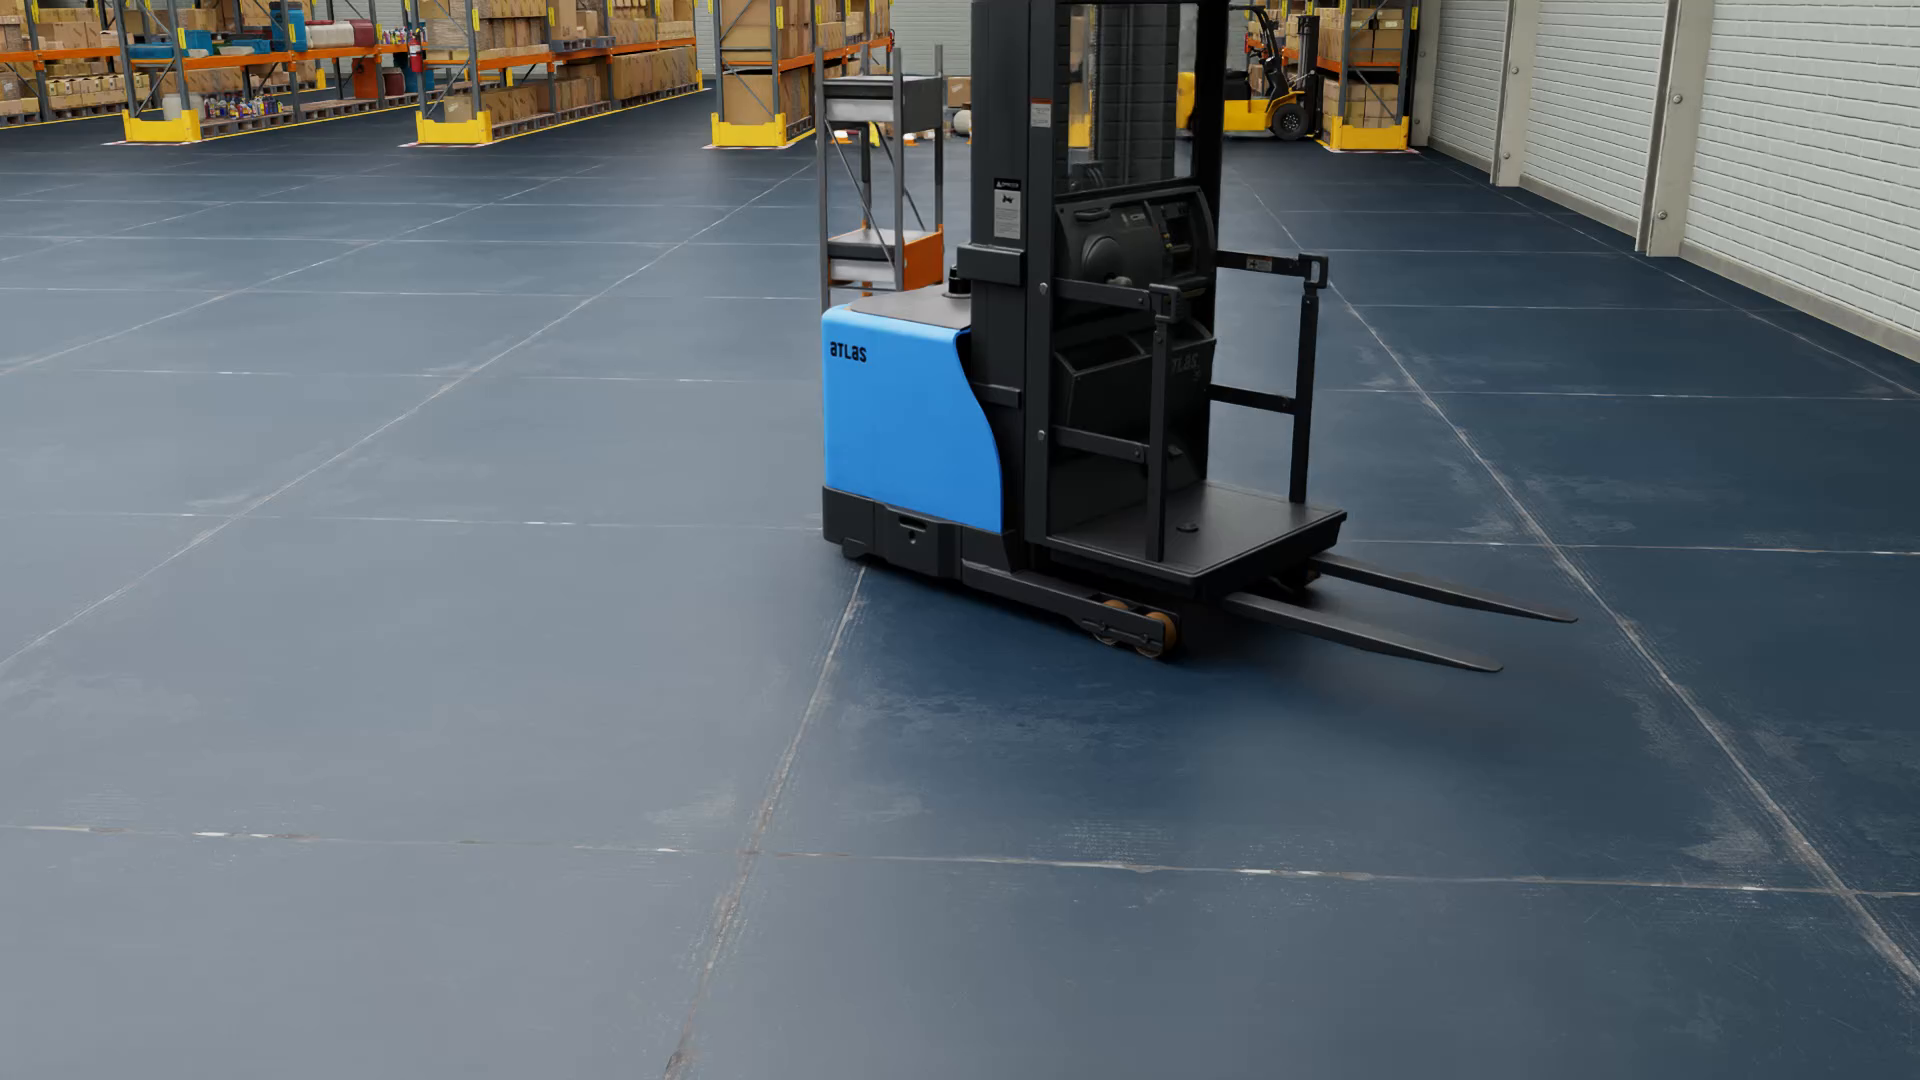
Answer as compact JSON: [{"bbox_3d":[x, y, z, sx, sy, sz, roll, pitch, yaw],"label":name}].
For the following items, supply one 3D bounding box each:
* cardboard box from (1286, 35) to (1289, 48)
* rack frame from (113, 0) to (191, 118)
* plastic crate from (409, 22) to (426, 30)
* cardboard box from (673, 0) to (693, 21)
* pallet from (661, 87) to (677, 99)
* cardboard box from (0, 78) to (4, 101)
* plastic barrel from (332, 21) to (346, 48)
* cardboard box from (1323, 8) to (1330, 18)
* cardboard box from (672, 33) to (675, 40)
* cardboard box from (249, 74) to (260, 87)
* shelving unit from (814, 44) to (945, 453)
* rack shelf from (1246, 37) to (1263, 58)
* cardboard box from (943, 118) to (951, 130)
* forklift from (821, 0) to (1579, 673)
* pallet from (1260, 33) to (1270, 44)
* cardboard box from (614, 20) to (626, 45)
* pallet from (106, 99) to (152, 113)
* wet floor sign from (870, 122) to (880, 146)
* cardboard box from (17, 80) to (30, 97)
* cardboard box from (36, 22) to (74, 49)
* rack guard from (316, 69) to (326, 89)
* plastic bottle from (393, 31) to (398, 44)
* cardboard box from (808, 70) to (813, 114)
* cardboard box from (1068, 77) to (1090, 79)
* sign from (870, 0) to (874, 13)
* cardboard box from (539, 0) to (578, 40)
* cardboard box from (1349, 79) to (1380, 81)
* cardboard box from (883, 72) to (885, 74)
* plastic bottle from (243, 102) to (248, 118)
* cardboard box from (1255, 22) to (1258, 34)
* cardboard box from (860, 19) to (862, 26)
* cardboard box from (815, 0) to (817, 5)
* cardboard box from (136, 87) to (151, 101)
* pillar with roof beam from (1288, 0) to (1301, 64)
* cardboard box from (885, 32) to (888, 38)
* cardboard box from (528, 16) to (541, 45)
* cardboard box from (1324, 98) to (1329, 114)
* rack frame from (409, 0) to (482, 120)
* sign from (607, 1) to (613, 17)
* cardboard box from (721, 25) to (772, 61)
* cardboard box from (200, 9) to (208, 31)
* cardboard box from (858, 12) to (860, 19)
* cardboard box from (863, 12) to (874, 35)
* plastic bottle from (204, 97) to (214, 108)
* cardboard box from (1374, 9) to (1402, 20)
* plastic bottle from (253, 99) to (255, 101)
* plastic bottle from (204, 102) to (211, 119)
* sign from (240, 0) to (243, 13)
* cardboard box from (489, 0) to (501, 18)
[{"bbox_3d":[6.783,-9.936,33.169,0.500,0.250,0.500,1,18,4],"label":"cardboard box"},{"bbox_3d":[-13.291,-8.096,27.314,1.000,3.000,0.127,1,18,4],"label":"rack frame"},{"bbox_3d":[-12.737,-11.997,39.147,0.392,0.384,0.575,1,18,4],"label":"plastic crate"},{"bbox_3d":[-6.976,-13.224,41.523,0.500,0.500,0.500,2,18,5],"label":"cardboard box"},{"bbox_3d":[-7.358,-10.622,39.500,1.003,0.211,1.213,1,18,4],"label":"pallet"},{"bbox_3d":[-17.839,-8.240,30.291,0.500,0.500,0.500,1,18,4],"label":"cardboard box"},{"bbox_3d":[-12.608,-10.179,33.490,0.421,0.512,0.421,0,18,0],"label":"plastic barrel"},{"bbox_3d":[6.403,-8.980,28.332,0.380,0.149,0.250,1,18,3],"label":"cardboard box"},{"bbox_3d":[-7.045,-12.080,39.876,0.380,0.149,0.250,1,18,5],"label":"cardboard box"},{"bbox_3d":[-17.125,-10.992,39.762,0.500,0.311,0.500,1,18,4],"label":"cardboard box"},{"bbox_3d":[-0.354,-1.191,7.687,0.431,2.100,0.503,7,19,20],"label":"shelving unit"},{"bbox_3d":[7.489,-11.661,39.349,1.077,0.370,4.000,1,18,4],"label":"rack shelf"},{"bbox_3d":[-0.378,-7.502,29.893,0.258,0.266,0.396,-13,22,-34],"label":"cardboard box"},{"bbox_3d":[0.838,-1.145,6.210,3.031,2.935,1.130,16,24,39],"label":"forklift"},{"bbox_3d":[7.179,-11.045,36.621,1.003,0.211,1.213,1,18,4],"label":"pallet"},{"bbox_3d":[-7.436,-10.823,35.475,0.500,0.500,0.500,1,18,2],"label":"cardboard box"},{"bbox_3d":[-17.755,-9.113,34.894,1.003,0.211,1.213,1,18,4],"label":"pallet"},{"bbox_3d":[-1.438,-6.671,26.747,0.267,0.644,0.232,-2,18,-6],"label":"wet floor sign"},{"bbox_3d":[-18.201,-8.742,32.125,0.500,0.311,0.500,1,18,4],"label":"cardboard box"},{"bbox_3d":[-17.835,-9.899,32.657,0.500,0.500,0.500,3,18,8],"label":"cardboard box"},{"bbox_3d":[-17.089,-11.966,43.138,1.175,0.500,0.348,1,18,4],"label":"rack guard"},{"bbox_3d":[-12.259,-10.908,36.084,0.061,0.283,0.133,1,18,4],"label":"plastic bottle"},{"bbox_3d":[-3.169,-8.411,31.214,1.050,0.750,0.750,1,18,4],"label":"cardboard box"},{"bbox_3d":[1.976,-7.750,28.794,0.500,0.500,0.500,2,18,7],"label":"cardboard box"},{"bbox_3d":[-1.996,-12.109,37.702,0.100,0.325,0.005,1,18,4],"label":"sign"},{"bbox_3d":[-7.867,-9.956,31.353,1.000,1.000,1.000,1,18,4],"label":"cardboard box"},{"bbox_3d":[6.831,-7.637,28.049,0.500,0.250,0.500,1,18,3],"label":"cardboard box"},{"bbox_3d":[-2.052,-11.467,41.028,0.380,0.149,0.250,1,18,2],"label":"cardboard box"},{"bbox_3d":[-12.818,-7.702,29.787,0.097,0.271,0.097,0,18,0],"label":"plastic bottle"},{"bbox_3d":[7.247,-12.086,39.253,0.500,0.250,0.500,1,18,2],"label":"cardboard box"},{"bbox_3d":[-2.399,-11.582,37.204,0.380,0.149,0.250,1,18,4],"label":"cardboard box"},{"bbox_3d":[-3.059,-9.923,31.122,0.700,0.500,0.500,1,18,3],"label":"cardboard box"},{"bbox_3d":[-17.452,-9.417,35.085,0.500,0.250,0.500,2,18,5],"label":"cardboard box"},{"bbox_3d":[4.431,-16.388,42.986,9.100,9.000,0.400,1,18,4],"label":"pillar with roof beam"},{"bbox_3d":[-2.005,-12.586,41.419,0.380,0.149,0.250,1,18,4],"label":"cardboard box"},{"bbox_3d":[-8.158,-9.278,30.284,0.875,0.500,0.500,1,18,4],"label":"cardboard box"},{"bbox_3d":[6.255,-7.099,27.209,0.500,0.250,0.500,1,18,3],"label":"cardboard box"},{"bbox_3d":[-8.350,-7.986,26.977,1.000,3.000,0.127,1,18,4],"label":"rack frame"},{"bbox_3d":[-7.235,-10.974,34.363,0.100,0.325,0.005,1,18,4],"label":"sign"},{"bbox_3d":[-3.429,-8.031,26.874,0.875,0.550,0.550,1,18,4],"label":"cardboard box"},{"bbox_3d":[-17.614,-11.825,37.858,0.700,0.500,0.500,4,19,13],"label":"cardboard box"},{"bbox_3d":[-2.423,-11.641,36.905,0.380,0.149,0.250,1,18,2],"label":"cardboard box"},{"bbox_3d":[-2.263,-11.907,38.307,0.500,0.500,0.500,1,18,3],"label":"cardboard box"},{"bbox_3d":[-13.533,-7.799,29.954,0.144,0.351,0.185,2,18,6],"label":"plastic bottle"},{"bbox_3d":[6.723,-8.251,26.108,0.380,0.149,0.250,1,18,3],"label":"cardboard box"},{"bbox_3d":[-12.926,-7.983,30.635,0.152,0.276,0.135,1,18,4],"label":"plastic bottle"},{"bbox_3d":[-13.445,-7.670,29.669,0.061,0.283,0.133,1,18,4],"label":"plastic bottle"},{"bbox_3d":[-16.817,-12.474,38.814,0.100,0.325,0.005,1,18,4],"label":"sign"},{"bbox_3d":[-7.996,-8.969,27.735,0.500,0.500,0.500,1,18,4],"label":"cardboard box"}]
